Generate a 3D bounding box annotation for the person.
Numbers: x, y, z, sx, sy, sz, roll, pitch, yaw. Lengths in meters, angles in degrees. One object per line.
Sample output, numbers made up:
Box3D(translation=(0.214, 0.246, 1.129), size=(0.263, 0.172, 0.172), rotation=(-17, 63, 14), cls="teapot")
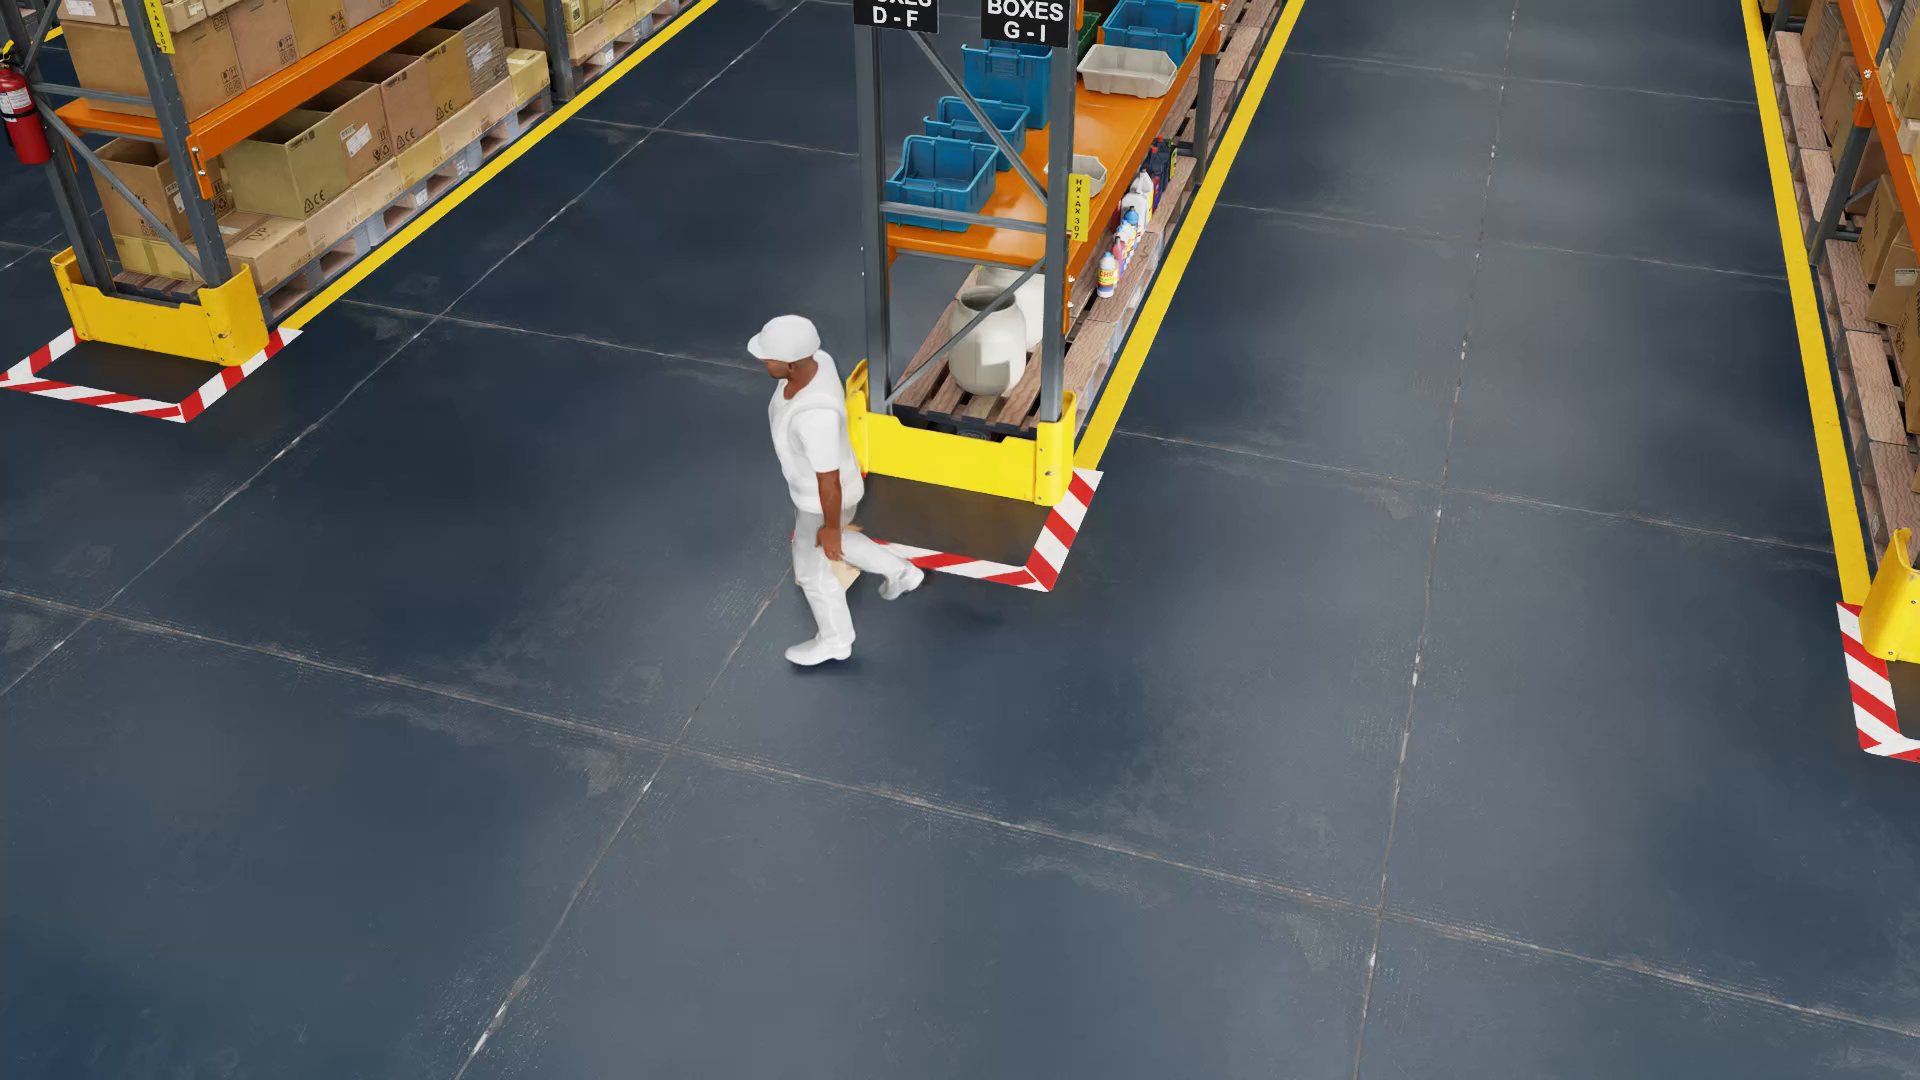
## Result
Box3D(translation=(-0.501, -0.231, 7.168), size=(0.717, 1.752, 0.598), rotation=(-6, 37, -7), cls="person")
